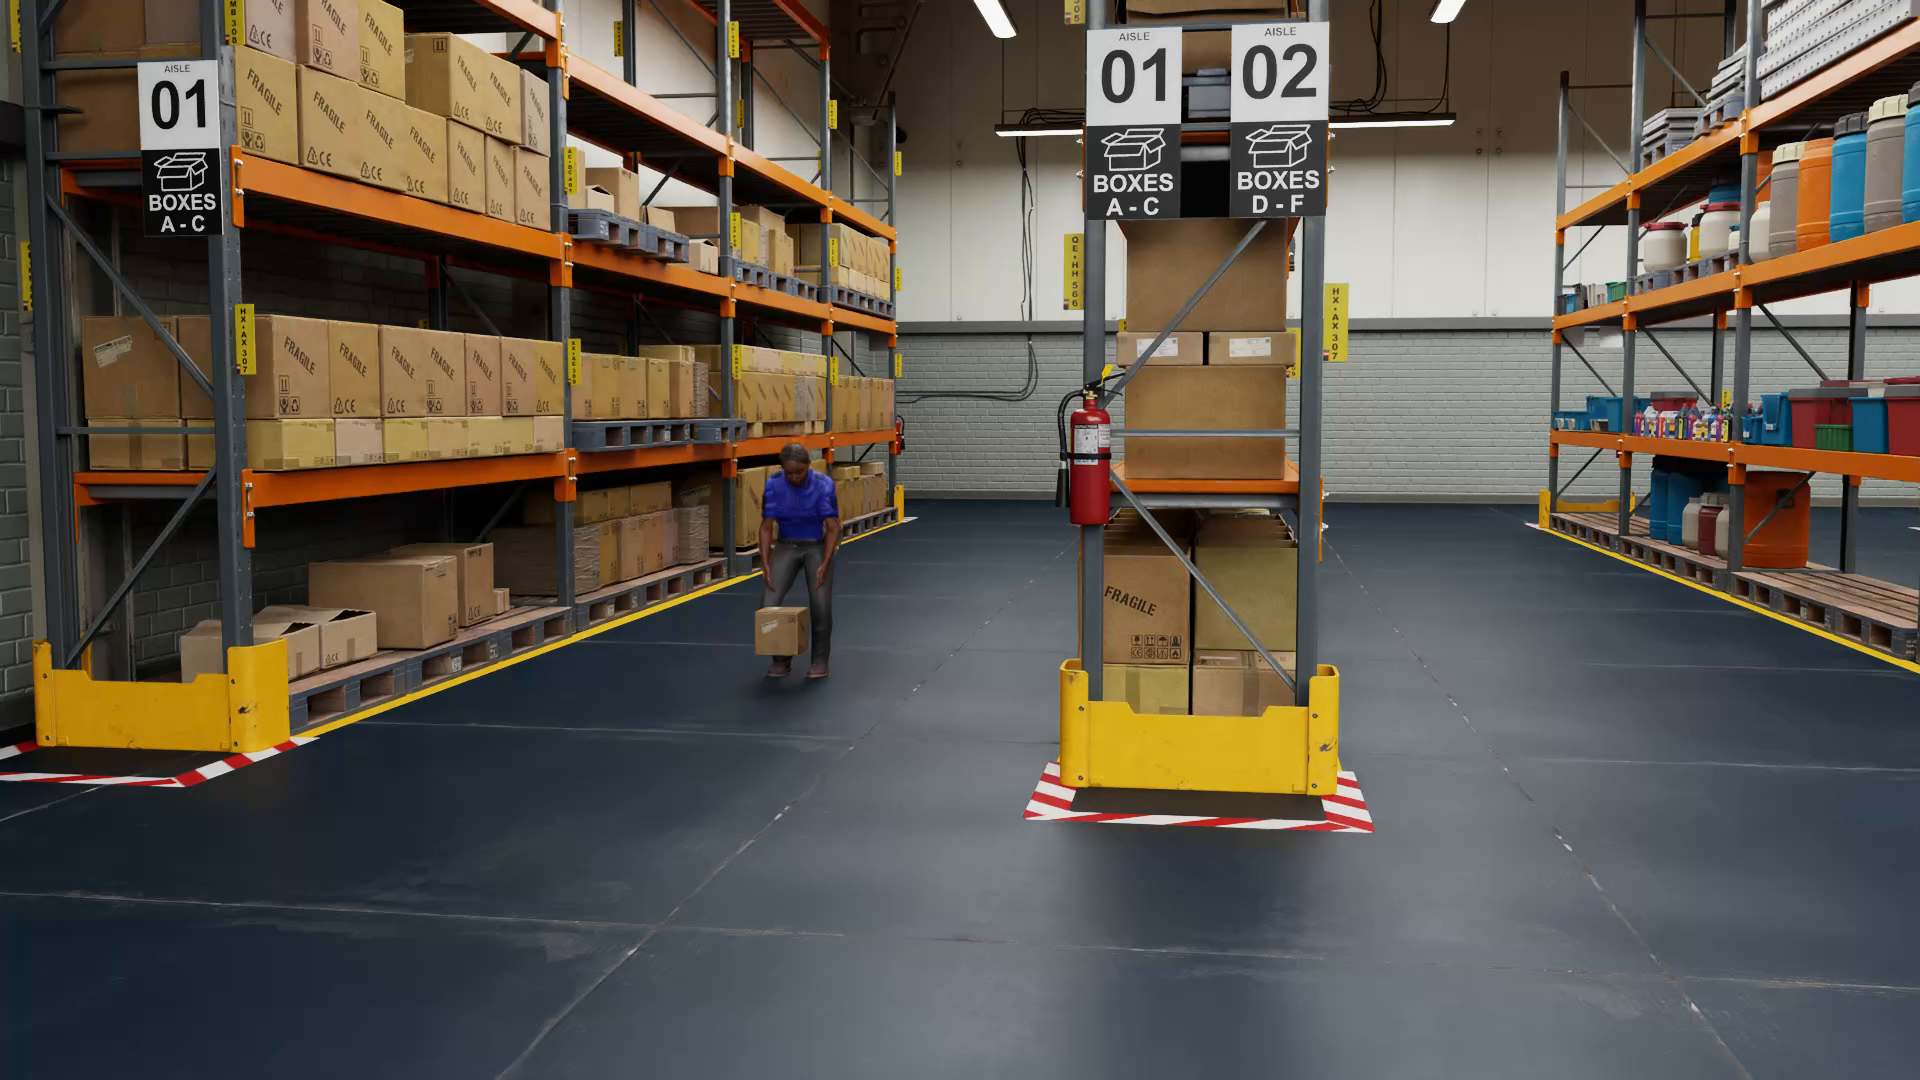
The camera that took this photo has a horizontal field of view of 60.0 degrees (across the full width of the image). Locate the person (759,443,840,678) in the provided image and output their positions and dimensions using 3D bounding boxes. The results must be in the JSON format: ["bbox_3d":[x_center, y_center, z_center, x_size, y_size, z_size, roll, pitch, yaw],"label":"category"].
[{"bbox_3d":[-0.954,0.124,9.970,0.494,1.417,0.499,1,5,9],"label":"person"}]
